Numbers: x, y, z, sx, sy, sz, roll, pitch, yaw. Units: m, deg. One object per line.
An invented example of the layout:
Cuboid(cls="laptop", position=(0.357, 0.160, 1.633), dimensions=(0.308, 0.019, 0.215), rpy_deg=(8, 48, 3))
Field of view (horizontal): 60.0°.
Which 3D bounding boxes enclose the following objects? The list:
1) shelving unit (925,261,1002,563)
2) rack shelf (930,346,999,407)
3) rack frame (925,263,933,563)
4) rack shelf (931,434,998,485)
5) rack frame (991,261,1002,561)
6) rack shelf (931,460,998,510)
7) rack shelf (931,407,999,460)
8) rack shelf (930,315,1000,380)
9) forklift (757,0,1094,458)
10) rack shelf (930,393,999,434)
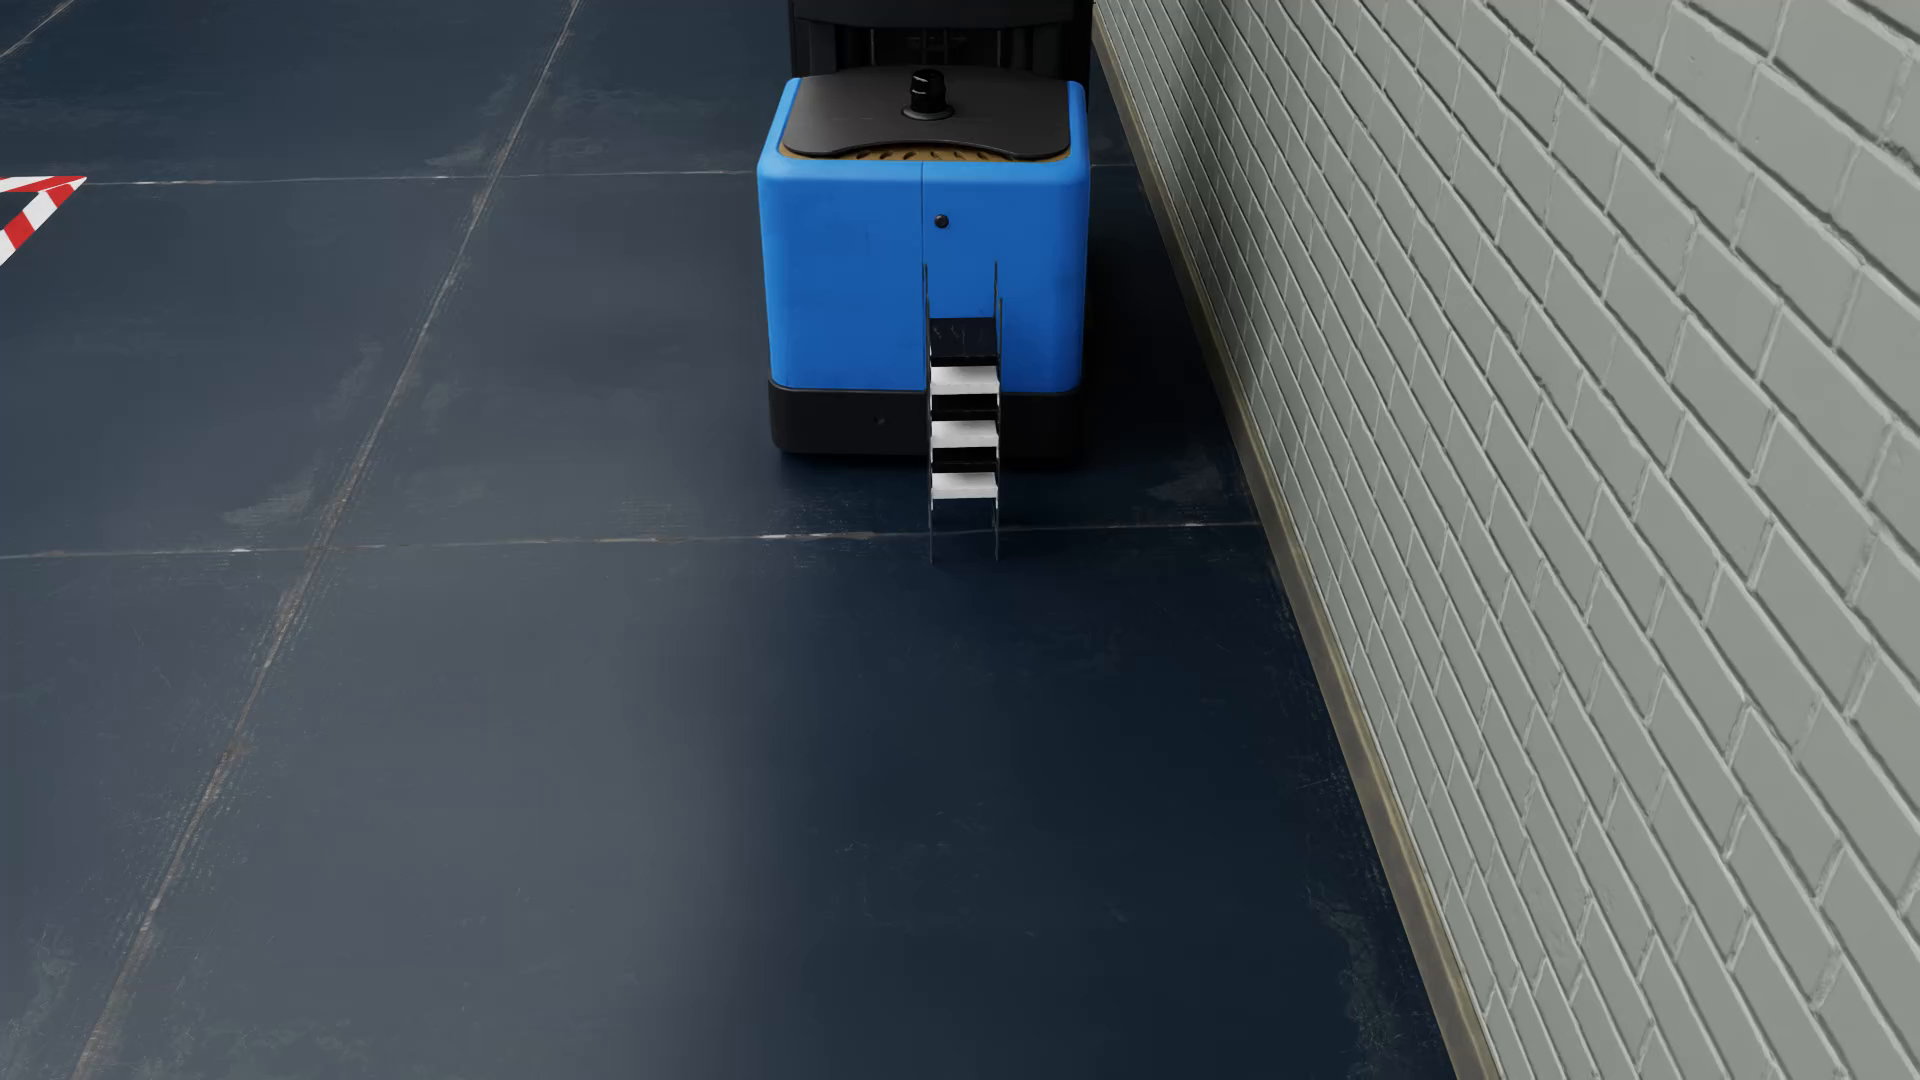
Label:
Cuboid(cls="shelving unit", position=(0.008, -0.370, 4.994), dimensions=(0.210, 0.900, 0.258), rpy_deg=(-2, 35, -2))
Cuboid(cls="rack shelf", position=(0.008, -0.491, 4.911), dimensions=(0.200, 0.077, 0.258), rpy_deg=(-2, 35, -2))
Cuboid(cls="rack frame", position=(-0.093, -0.367, 4.990), dimensions=(0.006, 0.900, 0.240), rpy_deg=(-2, 35, -2))
Cuboid(cls="rack shelf", position=(0.008, -0.269, 5.064), dimensions=(0.200, 0.077, 0.258), rpy_deg=(-2, 35, -2))
Cuboid(cls="rack frame", position=(0.110, -0.373, 4.998), dimensions=(0.006, 0.900, 0.240), rpy_deg=(-2, 35, -2))
Cuboid(cls="rack shelf", position=(0.008, -0.195, 5.116), dimensions=(0.200, 0.077, 0.258), rpy_deg=(-2, 35, -2))
Cuboid(cls="rack shelf", position=(0.008, -0.343, 5.013), dimensions=(0.200, 0.077, 0.258), rpy_deg=(-2, 35, -2))
Cuboid(cls="rack shelf", position=(0.008, -0.565, 4.860), dimensions=(0.200, 0.077, 0.258), rpy_deg=(-2, 35, -2))
Cuboid(cls="forklift", position=(-0.061, -2.287, 5.979), dimensions=(1.130, 2.935, 3.031), rpy_deg=(1, 35, 2))
Cuboid(cls="rack shelf", position=(0.008, -0.417, 4.962), dimensions=(0.200, 0.077, 0.258), rpy_deg=(-2, 35, -2))
